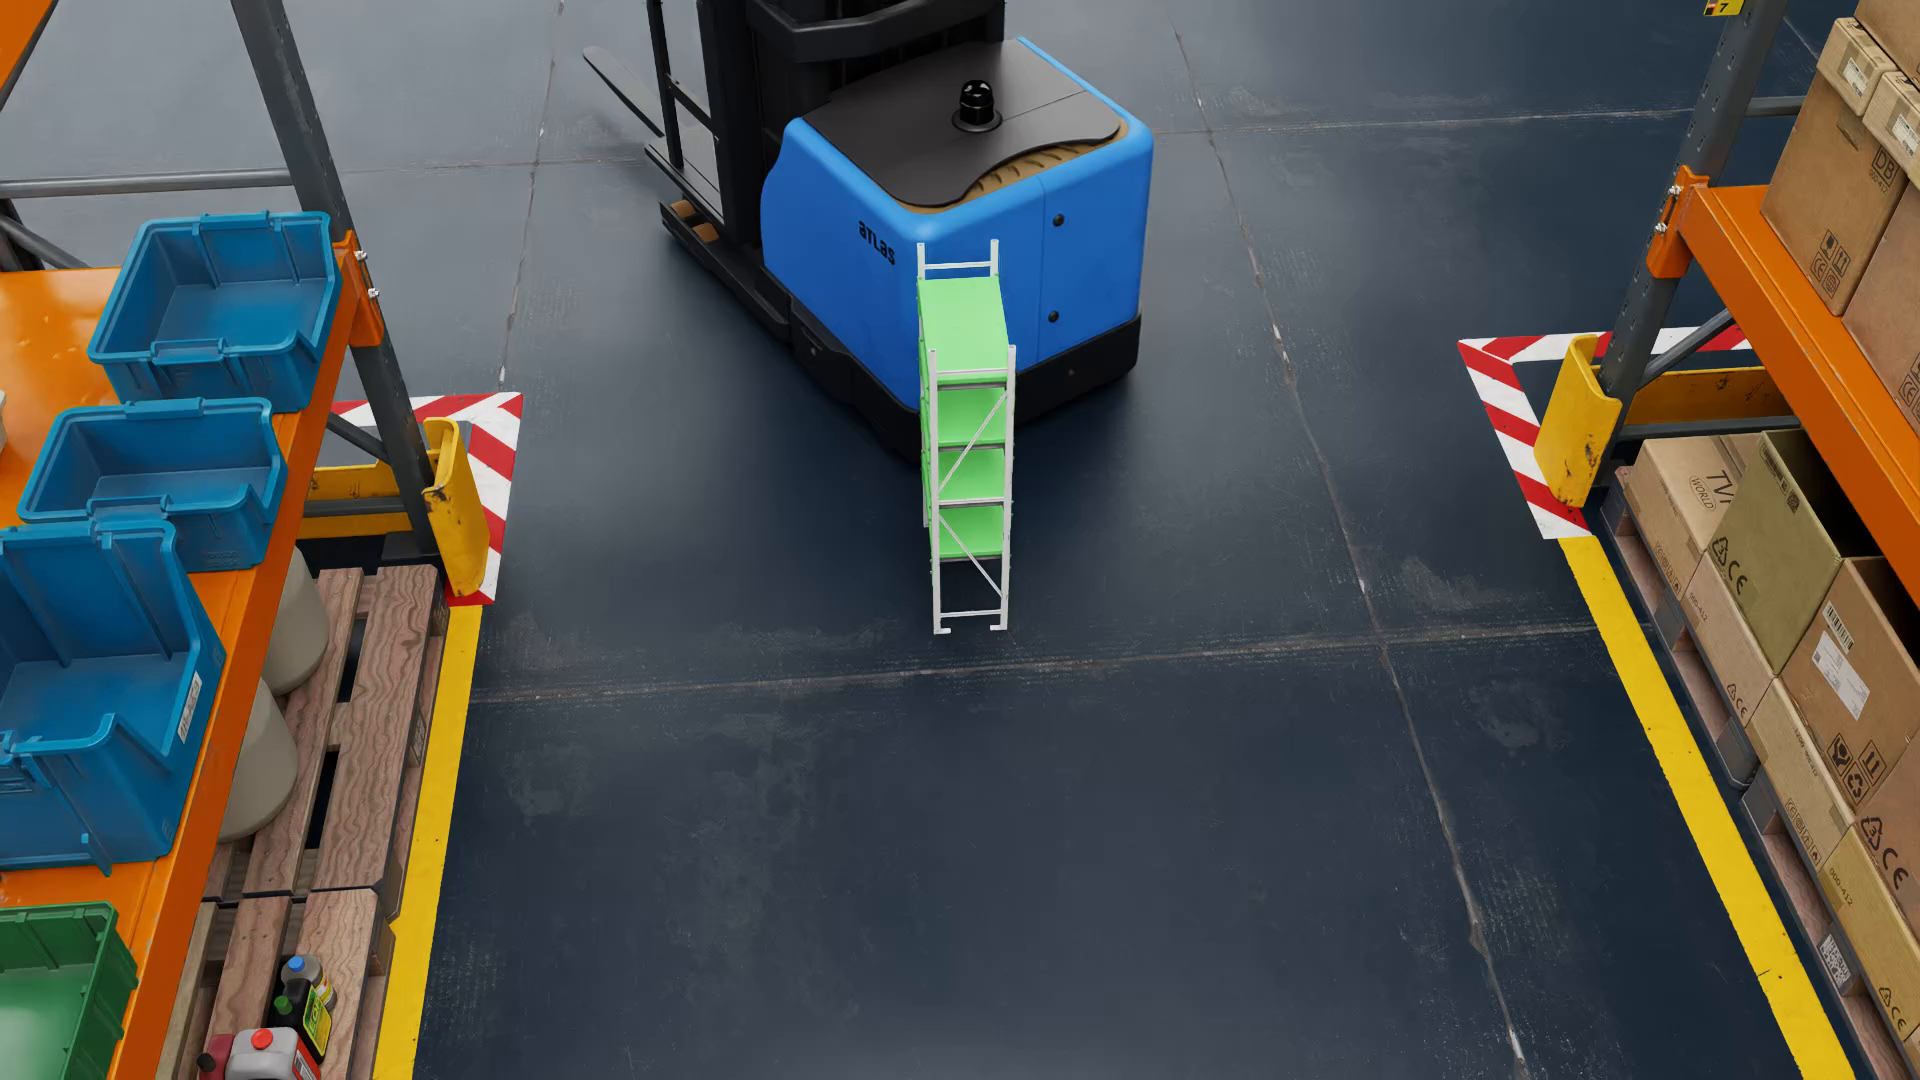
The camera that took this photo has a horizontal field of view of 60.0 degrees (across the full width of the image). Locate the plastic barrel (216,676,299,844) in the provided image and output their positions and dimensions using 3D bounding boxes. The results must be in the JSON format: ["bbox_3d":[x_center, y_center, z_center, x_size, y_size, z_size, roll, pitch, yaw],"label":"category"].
[{"bbox_3d":[-2.083,0.559,4.578,0.421,0.512,0.421,0,47,0],"label":"plastic barrel"}]

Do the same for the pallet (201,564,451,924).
[{"bbox_3d":[-2.140,0.613,5.024,1.003,0.211,1.213,-3,47,-3],"label":"pallet"}]

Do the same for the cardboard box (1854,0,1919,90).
[{"bbox_3d":[2.711,-1.388,4.036,0.700,0.500,0.500,-3,47,-3],"label":"cardboard box"}]

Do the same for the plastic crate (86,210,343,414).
[{"bbox_3d":[-1.916,-0.591,4.346,0.499,0.251,0.616,-3,47,-3],"label":"plastic crate"}]

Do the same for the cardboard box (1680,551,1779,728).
[{"bbox_3d":[2.549,0.280,5.023,0.500,0.250,0.500,-3,47,-3],"label":"cardboard box"}]

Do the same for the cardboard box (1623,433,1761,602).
[{"bbox_3d":[2.503,-0.082,5.366,0.500,0.250,0.500,-3,47,-3],"label":"cardboard box"}]

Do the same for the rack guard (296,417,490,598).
[{"bbox_3d":[-2.203,-0.074,5.476,1.175,0.500,0.348,-3,47,-3],"label":"rack guard"}]

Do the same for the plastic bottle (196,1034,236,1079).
[{"bbox_3d":[-1.778,1.290,4.030,0.061,0.283,0.133,-3,47,-3],"label":"plastic bottle"}]

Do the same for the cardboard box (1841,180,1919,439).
[{"bbox_3d":[2.755,-0.600,4.184,0.700,0.500,0.500,-2,47,-2],"label":"cardboard box"}]

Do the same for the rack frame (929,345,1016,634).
[{"bbox_3d":[0.034,-0.116,5.034,0.240,1.200,0.015,-3,47,-3],"label":"rack frame"}]

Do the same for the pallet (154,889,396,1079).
[{"bbox_3d":[-2.041,1.494,4.190,1.003,0.211,1.213,-3,47,-3],"label":"pallet"}]

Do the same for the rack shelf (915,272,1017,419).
[{"bbox_3d":[0.014,-0.579,4.899,0.258,0.148,0.480,-3,47,-3],"label":"rack shelf"}]

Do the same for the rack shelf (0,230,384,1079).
[{"bbox_3d":[-2.089,0.709,3.508,1.077,0.370,4.000,-3,47,-3],"label":"rack shelf"}]

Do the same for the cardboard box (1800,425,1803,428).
[{"bbox_3d":[3.022,-0.371,5.123,0.500,0.500,0.500,-3,47,-3],"label":"cardboard box"}]

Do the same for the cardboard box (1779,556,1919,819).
[{"bbox_3d":[2.602,0.383,4.409,0.500,0.500,0.500,-3,47,-3],"label":"cardboard box"}]

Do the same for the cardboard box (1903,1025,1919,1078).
[{"bbox_3d":[2.670,1.366,3.995,0.500,0.250,0.500,-3,47,-3],"label":"cardboard box"}]

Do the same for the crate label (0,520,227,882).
[{"bbox_3d":[-1.832,0.317,3.359,0.502,0.435,0.616,-3,47,-3],"label":"crate label"}]

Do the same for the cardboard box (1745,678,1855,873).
[{"bbox_3d":[2.590,0.642,4.681,0.500,0.250,0.500,-3,47,-3],"label":"cardboard box"}]

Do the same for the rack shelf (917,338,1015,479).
[{"bbox_3d":[0.014,-0.414,5.073,0.258,0.148,0.480,-3,47,-3],"label":"rack shelf"}]

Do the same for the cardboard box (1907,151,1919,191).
[{"bbox_3d":[2.543,-0.873,3.995,0.380,0.149,0.250,-3,47,-3],"label":"cardboard box"}]

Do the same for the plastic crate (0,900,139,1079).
[{"bbox_3d":[-1.754,0.982,2.900,0.450,0.188,0.662,-3,47,-3],"label":"plastic crate"}]

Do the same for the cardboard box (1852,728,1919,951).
[{"bbox_3d":[2.626,0.746,4.066,0.500,0.500,0.500,-3,47,-3],"label":"cardboard box"}]

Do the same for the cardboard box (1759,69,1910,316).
[{"bbox_3d":[2.707,-0.980,4.543,0.700,0.500,0.500,-3,47,-3],"label":"cardboard box"}]

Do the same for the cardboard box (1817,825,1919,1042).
[{"bbox_3d":[2.627,1.004,4.338,0.500,0.250,0.500,-3,47,-3],"label":"cardboard box"}]

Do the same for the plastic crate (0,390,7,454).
[{"bbox_3d":[-2.502,-0.228,4.082,0.298,0.136,0.250,-3,47,-3],"label":"plastic crate"}]

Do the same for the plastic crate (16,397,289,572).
[{"bbox_3d":[-1.867,-0.120,3.901,0.499,0.251,0.408,-3,47,-3],"label":"plastic crate"}]

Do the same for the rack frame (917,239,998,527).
[{"bbox_3d":[-0.007,-0.469,5.368,0.240,1.200,0.015,-3,47,-3],"label":"rack frame"}]

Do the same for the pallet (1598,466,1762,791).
[{"bbox_3d":[2.786,0.225,5.391,1.003,0.211,1.213,-3,47,-3],"label":"pallet"}]

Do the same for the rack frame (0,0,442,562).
[{"bbox_3d":[-2.256,-0.986,4.618,1.000,3.000,0.127,-3,47,-3],"label":"rack frame"}]

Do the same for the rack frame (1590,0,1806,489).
[{"bbox_3d":[2.680,-1.284,4.900,1.000,3.000,0.127,-3,47,-3],"label":"rack frame"}]

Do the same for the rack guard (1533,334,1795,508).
[{"bbox_3d":[2.678,-0.442,5.824,1.175,0.500,0.348,-3,47,-3],"label":"rack guard"}]

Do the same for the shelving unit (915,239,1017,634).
[{"bbox_3d":[0.014,-0.293,5.201,0.258,1.200,0.503,-3,47,-3],"label":"shelving unit"}]

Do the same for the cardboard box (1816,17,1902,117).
[{"bbox_3d":[2.499,-1.245,4.347,0.380,0.149,0.250,-4,47,-4],"label":"cardboard box"}]

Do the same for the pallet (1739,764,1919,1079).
[{"bbox_3d":[2.885,1.106,4.557,1.003,0.211,1.213,-3,47,-3],"label":"pallet"}]

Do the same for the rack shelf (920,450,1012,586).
[{"bbox_3d":[0.014,-0.084,5.422,0.258,0.148,0.480,-3,47,-3],"label":"rack shelf"}]

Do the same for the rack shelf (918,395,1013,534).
[{"bbox_3d":[0.014,-0.249,5.247,0.258,0.148,0.480,-3,47,-3],"label":"rack shelf"}]

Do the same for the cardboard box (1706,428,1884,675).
[{"bbox_3d":[2.547,0.022,4.751,0.500,0.500,0.500,-3,47,-3],"label":"cardboard box"}]

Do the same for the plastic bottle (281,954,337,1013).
[{"bbox_3d":[-1.665,1.127,4.241,0.097,0.201,0.097,0,47,0],"label":"plastic bottle"}]

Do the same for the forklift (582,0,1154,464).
[{"bbox_3d":[-0.580,-2.318,5.926,1.130,2.935,3.031,-27,52,-23],"label":"forklift"}]

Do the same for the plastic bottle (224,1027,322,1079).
[{"bbox_3d":[-1.672,1.286,4.039,0.152,0.276,0.135,-3,47,-3],"label":"plastic bottle"}]

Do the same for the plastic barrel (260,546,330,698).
[{"bbox_3d":[-2.125,0.197,4.922,0.421,0.512,0.421,0,47,0],"label":"plastic barrel"}]

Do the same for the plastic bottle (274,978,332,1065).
[{"bbox_3d":[-1.637,1.183,4.132,0.061,0.283,0.133,-2,47,-2],"label":"plastic bottle"}]

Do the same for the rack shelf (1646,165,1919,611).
[{"bbox_3d":[2.848,0.410,3.791,1.077,0.370,4.000,-3,47,-3],"label":"rack shelf"}]

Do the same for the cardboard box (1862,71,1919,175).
[{"bbox_3d":[2.523,-1.054,4.166,0.380,0.149,0.250,-5,47,-4],"label":"cardboard box"}]

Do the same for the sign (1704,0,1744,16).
[{"bbox_3d":[2.127,-1.580,4.529,0.100,0.325,0.005,-3,47,-3],"label":"sign"}]
